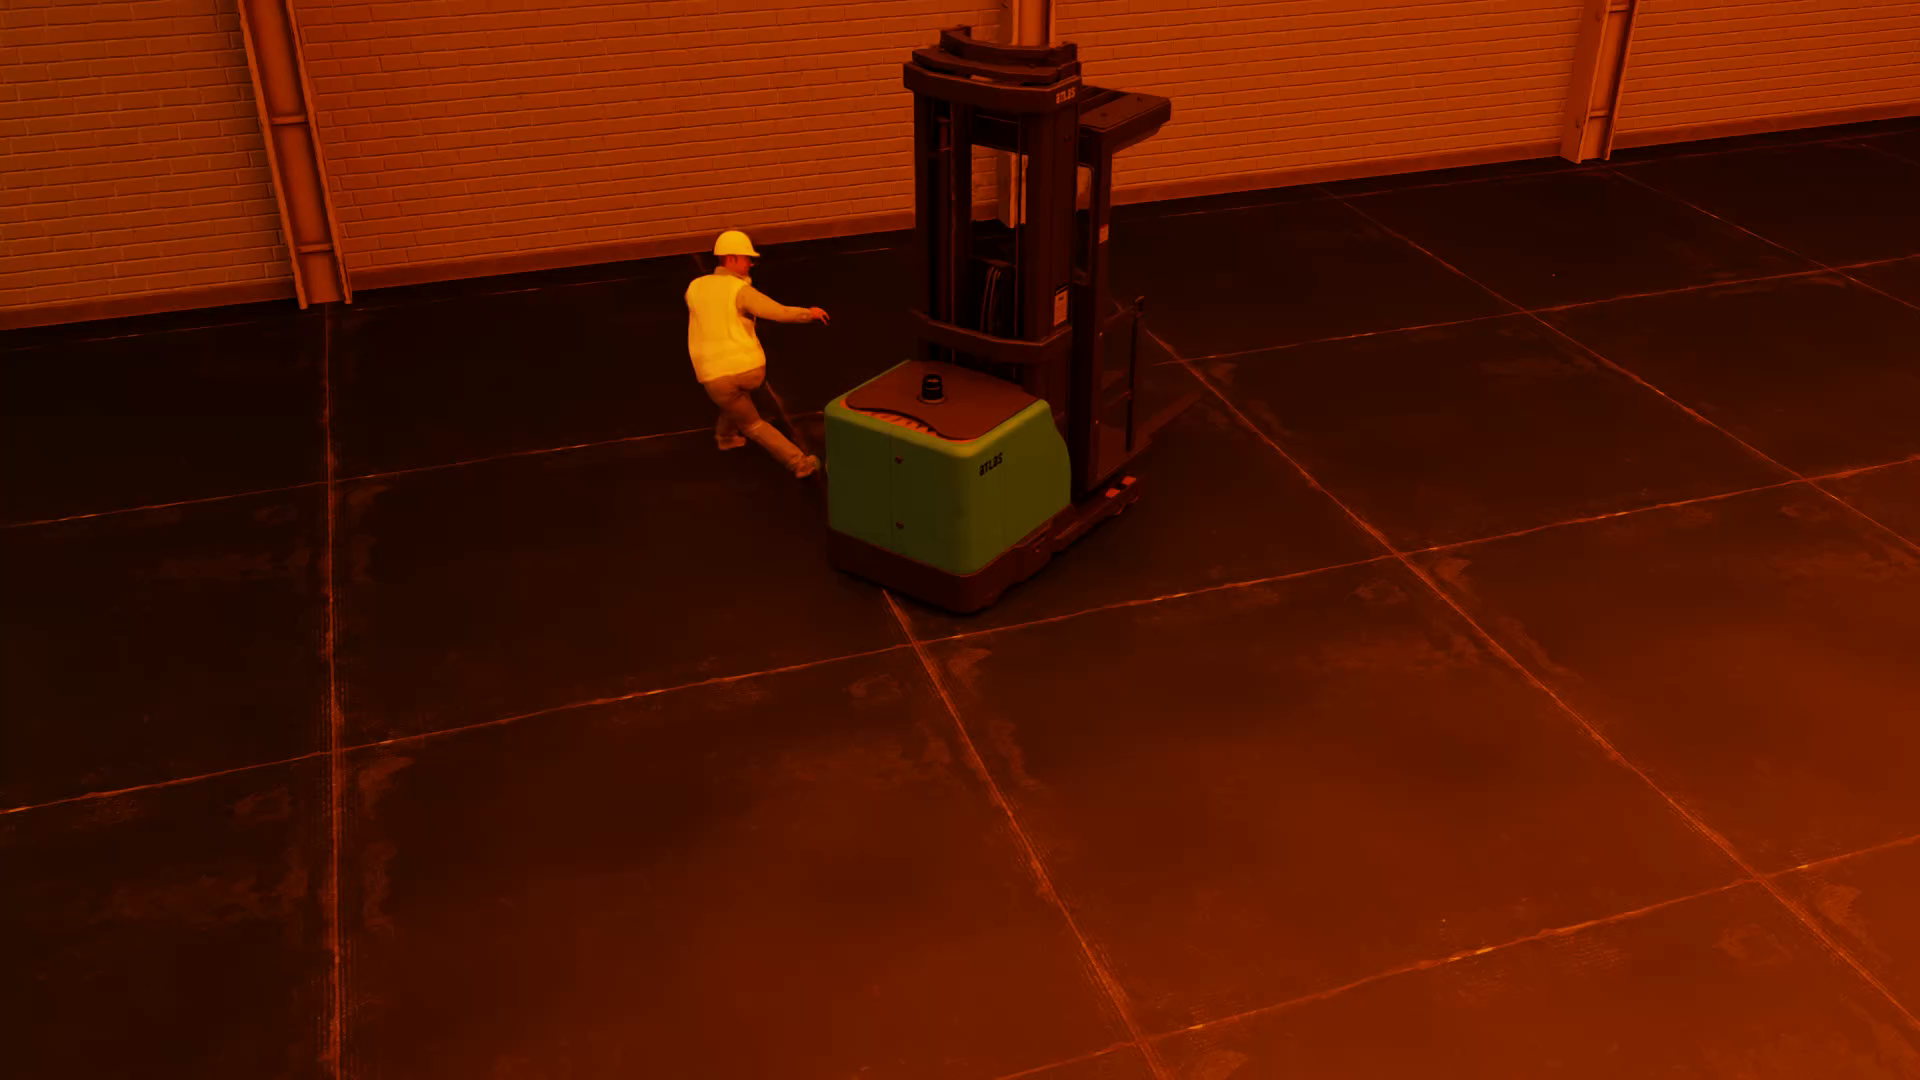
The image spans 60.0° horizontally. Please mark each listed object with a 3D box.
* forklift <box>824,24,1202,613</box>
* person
[{"bbox_3d":[0.495,-1.549,9.779,1.130,2.935,3.031,20,35,30],"label":"forklift"},{"bbox_3d":[-1.278,-1.212,10.613,0.909,1.561,1.069,-3,30,-5],"label":"person"}]
